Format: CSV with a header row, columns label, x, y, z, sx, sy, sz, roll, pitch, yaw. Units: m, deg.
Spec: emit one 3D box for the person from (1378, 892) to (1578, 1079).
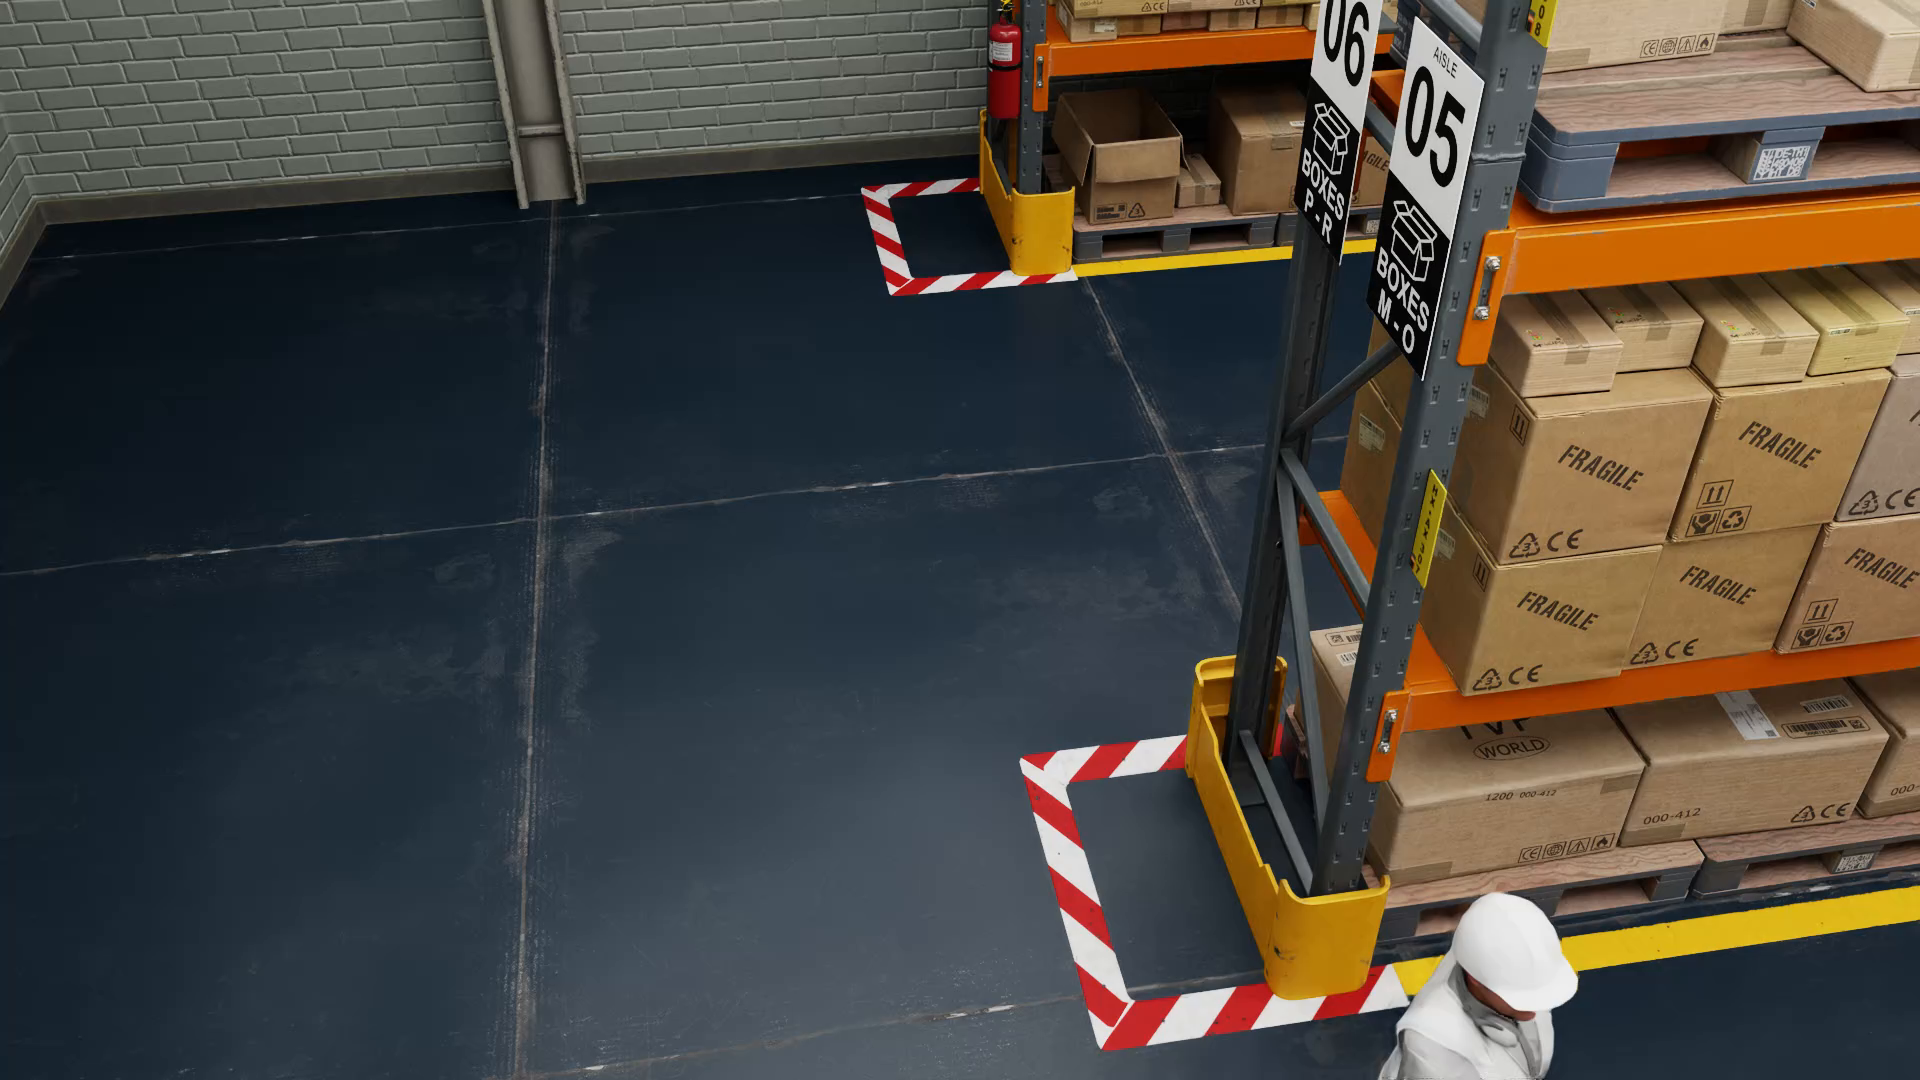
label,x,y,z,sx,sy,sz,roll,pitch,yaw
person,1.160,1.476,4.256,0.641,1.754,0.561,18,42,22
